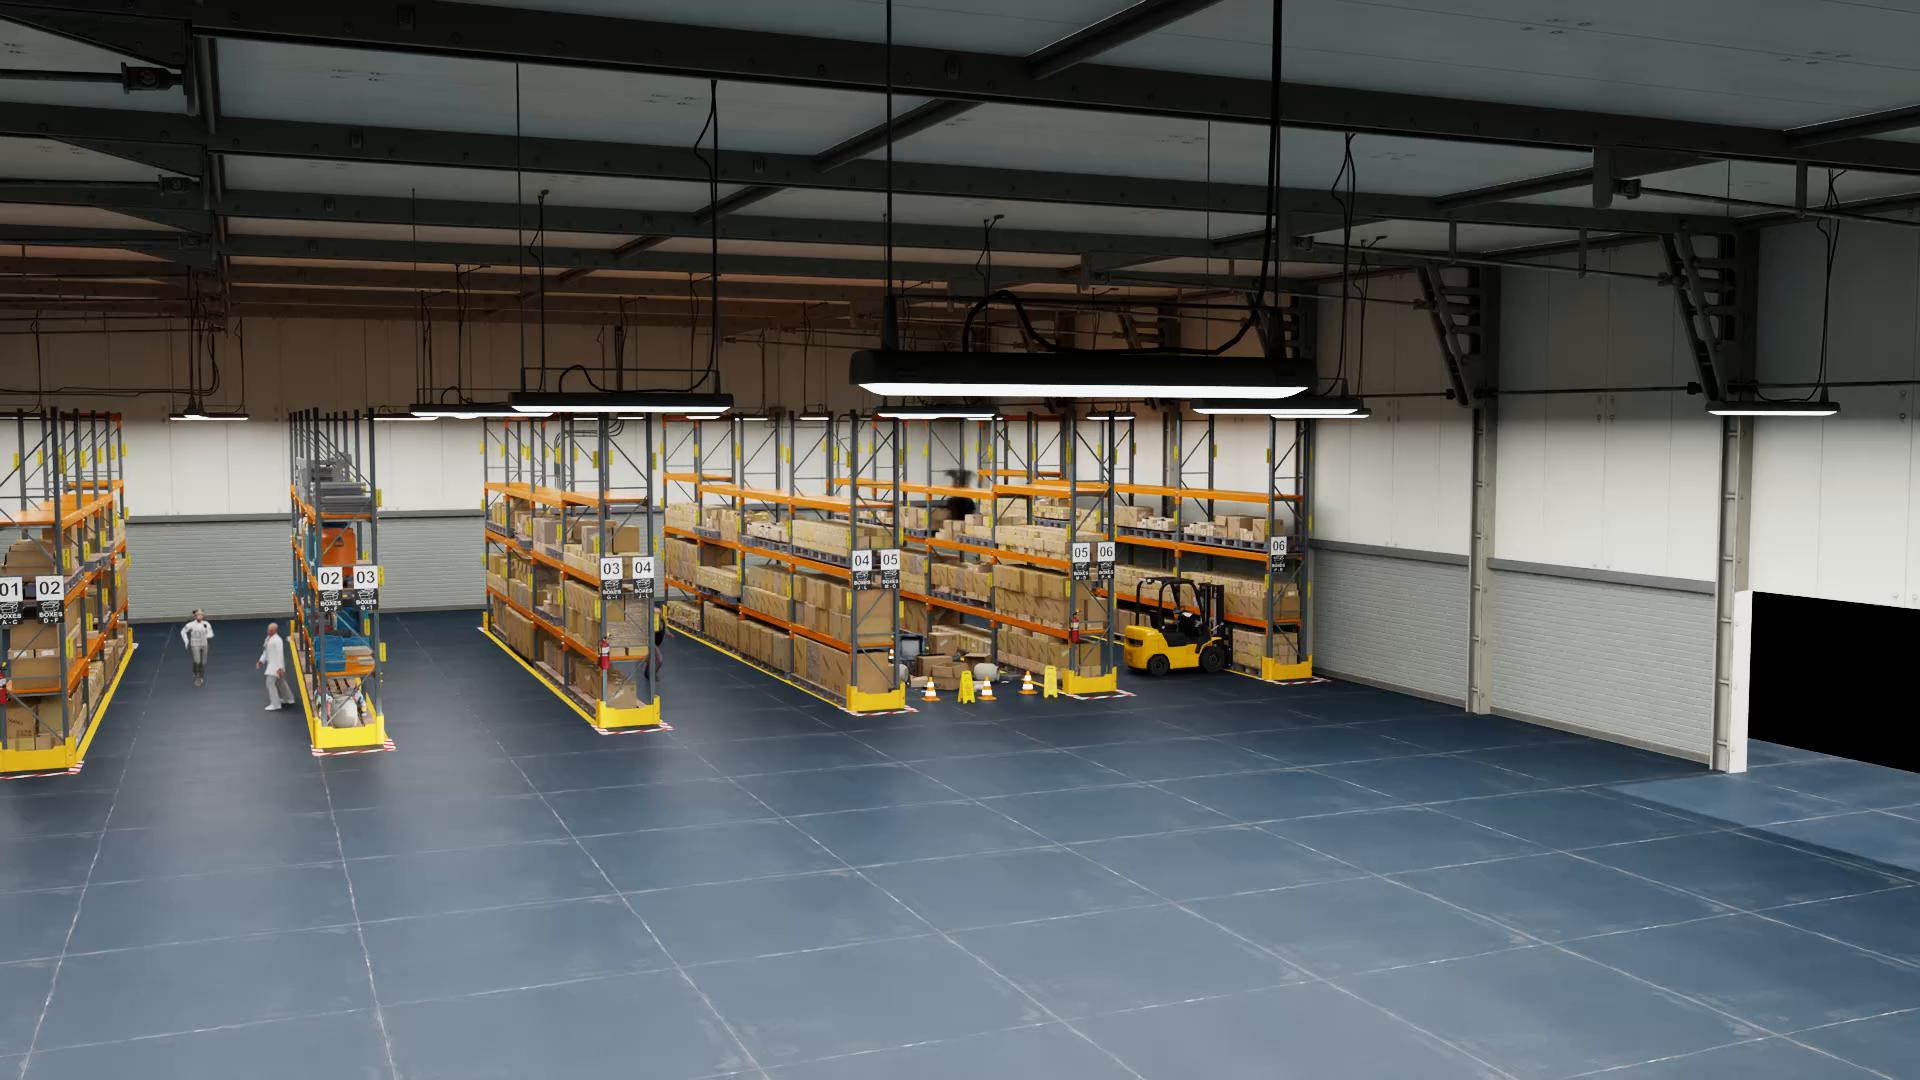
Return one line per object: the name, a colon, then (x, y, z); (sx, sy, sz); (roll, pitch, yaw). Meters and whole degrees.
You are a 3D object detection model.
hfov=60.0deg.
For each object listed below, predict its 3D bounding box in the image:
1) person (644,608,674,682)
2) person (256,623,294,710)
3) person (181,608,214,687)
person: (-6.748, 2.334, 37.023); (0.832, 1.680, 0.646); (1, 4, 14)
person: (-13.771, 2.512, 33.498); (0.737, 1.722, 0.904); (-3, 5, -35)
person: (-16.577, 2.344, 36.222); (0.598, 1.718, 0.694); (-3, 5, -38)
